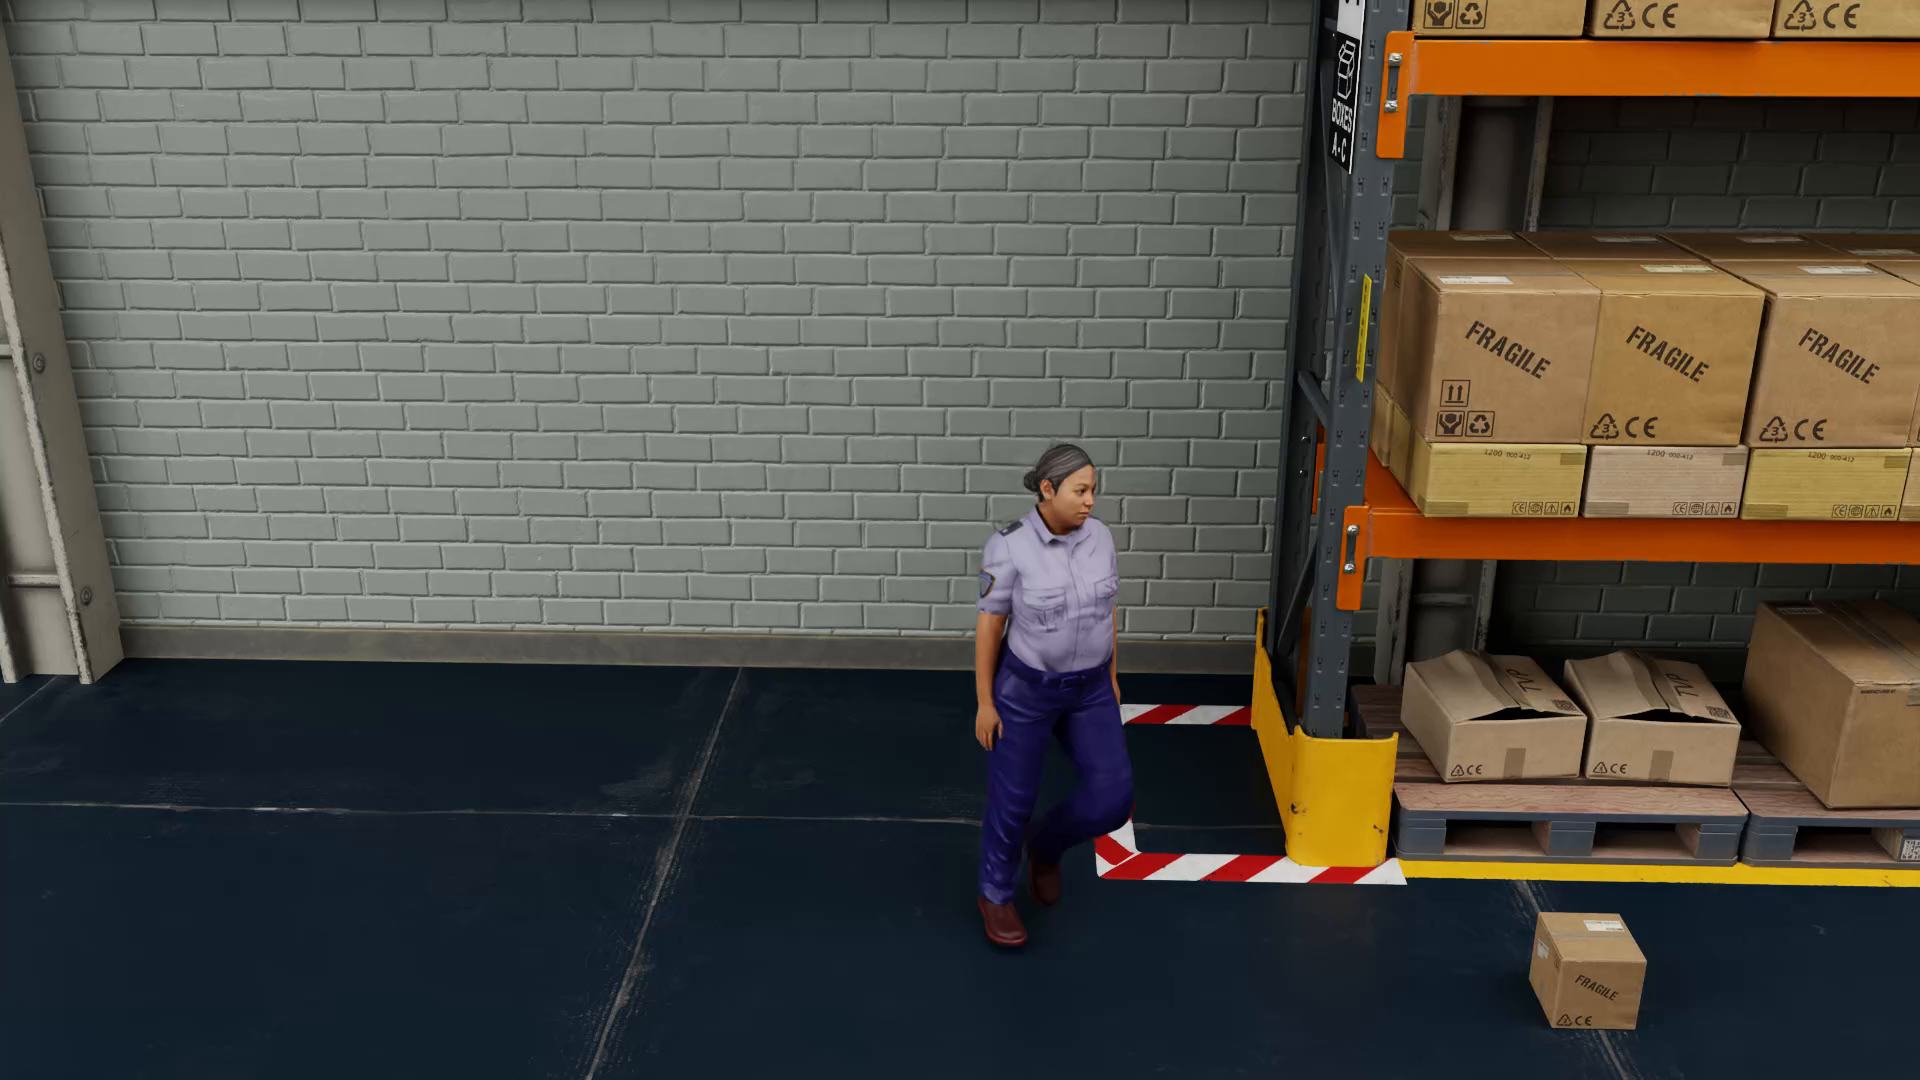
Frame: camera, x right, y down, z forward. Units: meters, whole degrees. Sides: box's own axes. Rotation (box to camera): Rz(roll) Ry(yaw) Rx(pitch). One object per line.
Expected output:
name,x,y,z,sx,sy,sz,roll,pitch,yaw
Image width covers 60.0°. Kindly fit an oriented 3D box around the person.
person,0.308,0.504,5.237,0.536,1.639,0.432,-9,23,-22
